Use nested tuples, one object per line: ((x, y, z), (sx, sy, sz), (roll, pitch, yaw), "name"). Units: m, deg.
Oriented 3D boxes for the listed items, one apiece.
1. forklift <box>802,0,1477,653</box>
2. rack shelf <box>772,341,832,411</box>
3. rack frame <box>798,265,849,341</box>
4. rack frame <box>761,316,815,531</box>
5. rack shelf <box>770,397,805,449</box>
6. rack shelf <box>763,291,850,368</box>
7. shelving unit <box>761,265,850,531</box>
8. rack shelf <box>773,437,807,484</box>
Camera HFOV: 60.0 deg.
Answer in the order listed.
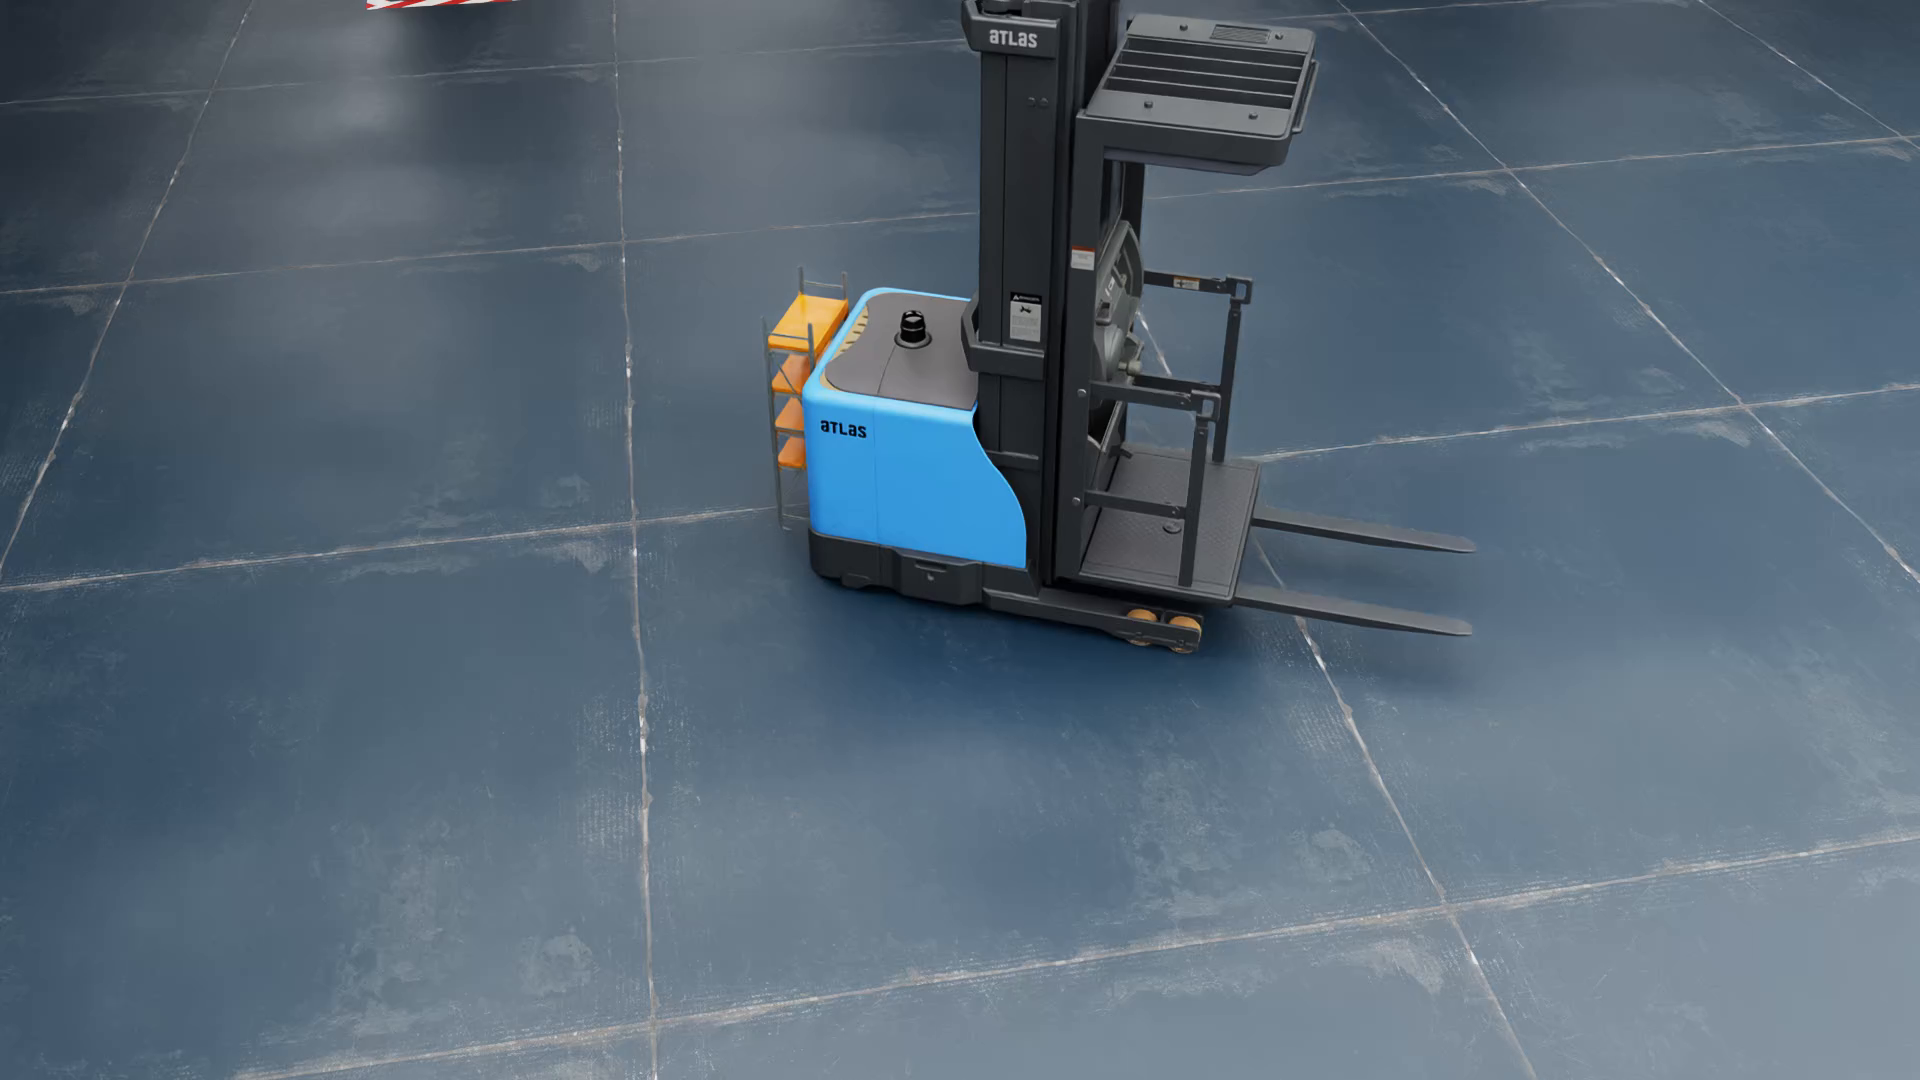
((0.865, -1.012, 7.063), (3.031, 2.935, 1.130), (10, 39, 12), "forklift")
((-0.712, -0.780, 7.921), (0.258, 0.148, 0.480), (10, 39, 12), "rack shelf")
((-0.648, -0.801, 8.203), (0.240, 1.200, 0.015), (10, 39, 12), "rack frame")
((-0.777, -0.513, 7.831), (0.240, 1.200, 0.015), (10, 39, 12), "rack frame")
((-0.712, -0.604, 8.058), (0.258, 0.148, 0.480), (10, 39, 12), "rack shelf")
((-0.713, -0.967, 7.776), (0.258, 0.148, 0.480), (10, 39, 12), "rack shelf")
((-0.712, -0.657, 8.017), (0.258, 1.200, 0.503), (10, 39, 12), "shelving unit")
((-0.712, -0.447, 8.180), (0.258, 0.148, 0.480), (10, 39, 12), "rack shelf")
